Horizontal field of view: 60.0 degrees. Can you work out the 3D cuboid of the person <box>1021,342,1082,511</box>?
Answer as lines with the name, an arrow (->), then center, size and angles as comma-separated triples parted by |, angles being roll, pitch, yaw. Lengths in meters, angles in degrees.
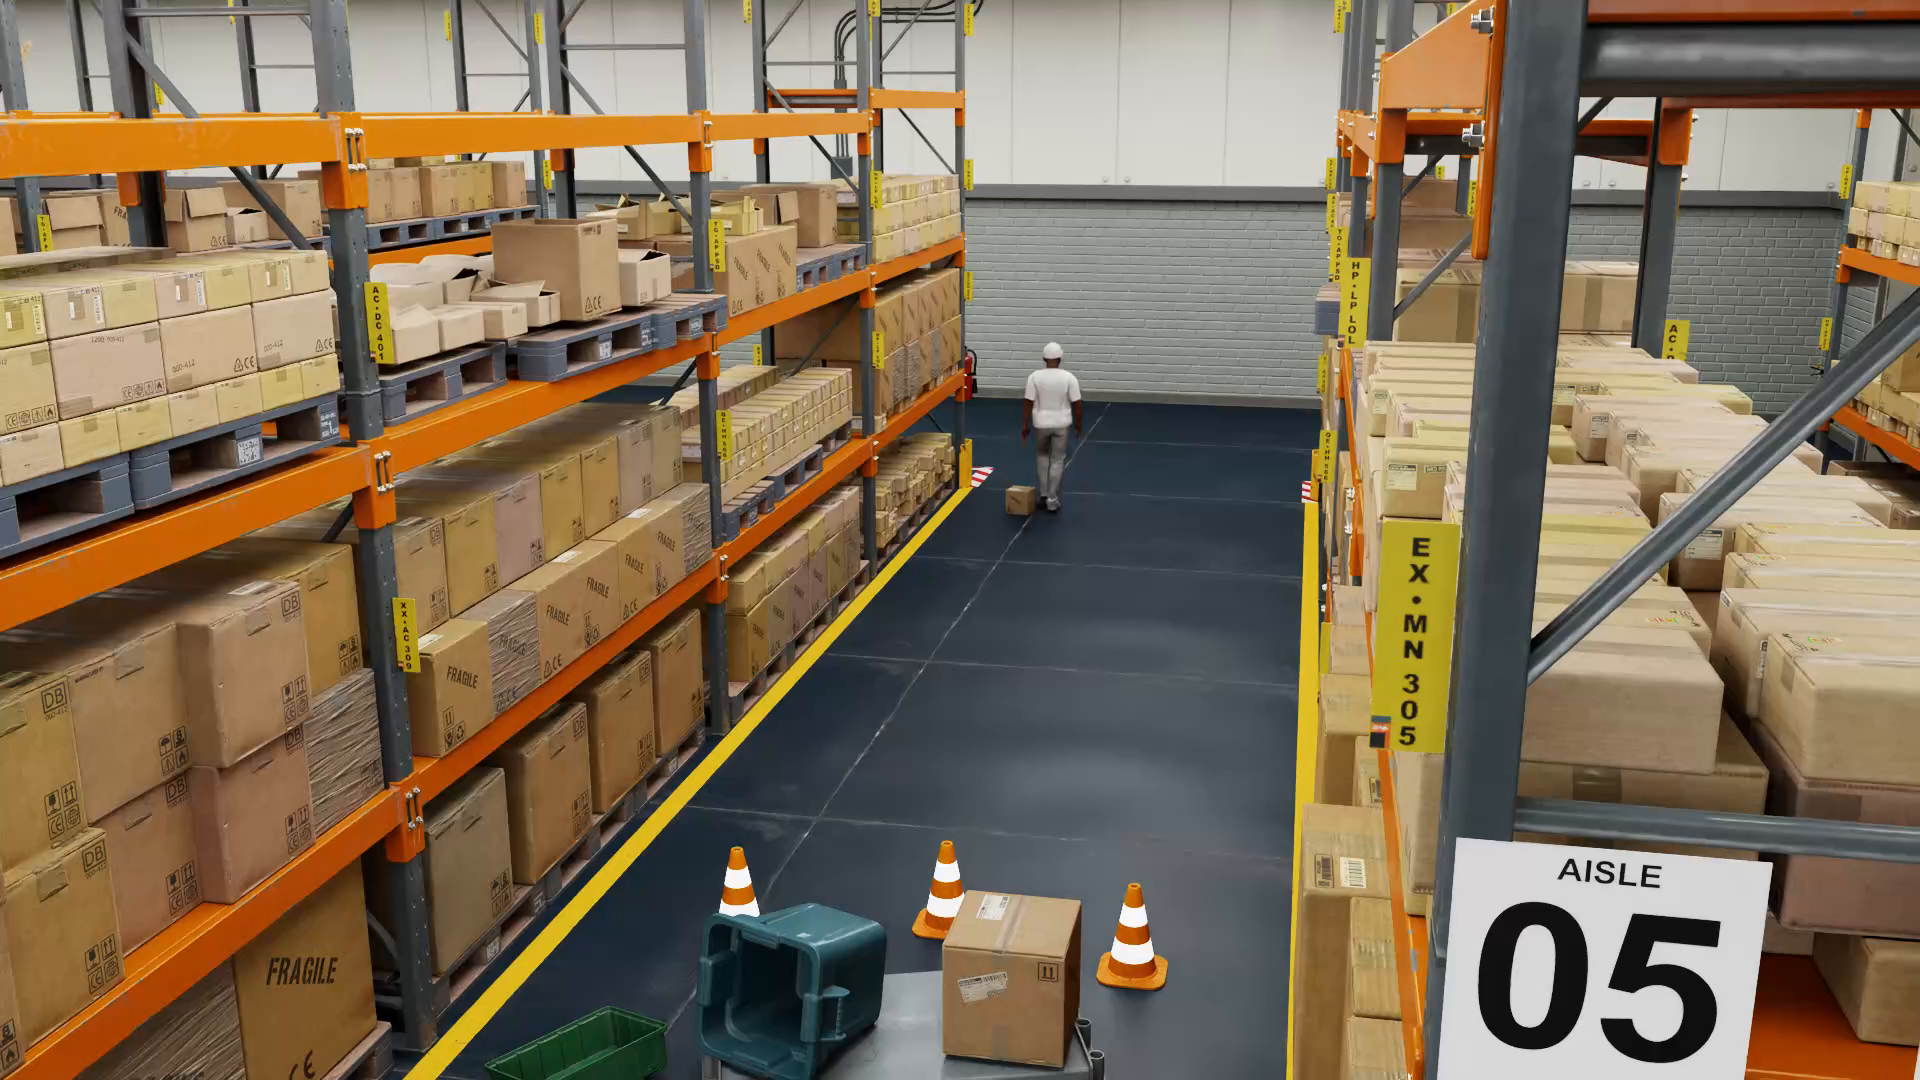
person -> 0.975, -1.180, 17.534 | 0.624, 1.821, 0.557 | 3, 15, 13
